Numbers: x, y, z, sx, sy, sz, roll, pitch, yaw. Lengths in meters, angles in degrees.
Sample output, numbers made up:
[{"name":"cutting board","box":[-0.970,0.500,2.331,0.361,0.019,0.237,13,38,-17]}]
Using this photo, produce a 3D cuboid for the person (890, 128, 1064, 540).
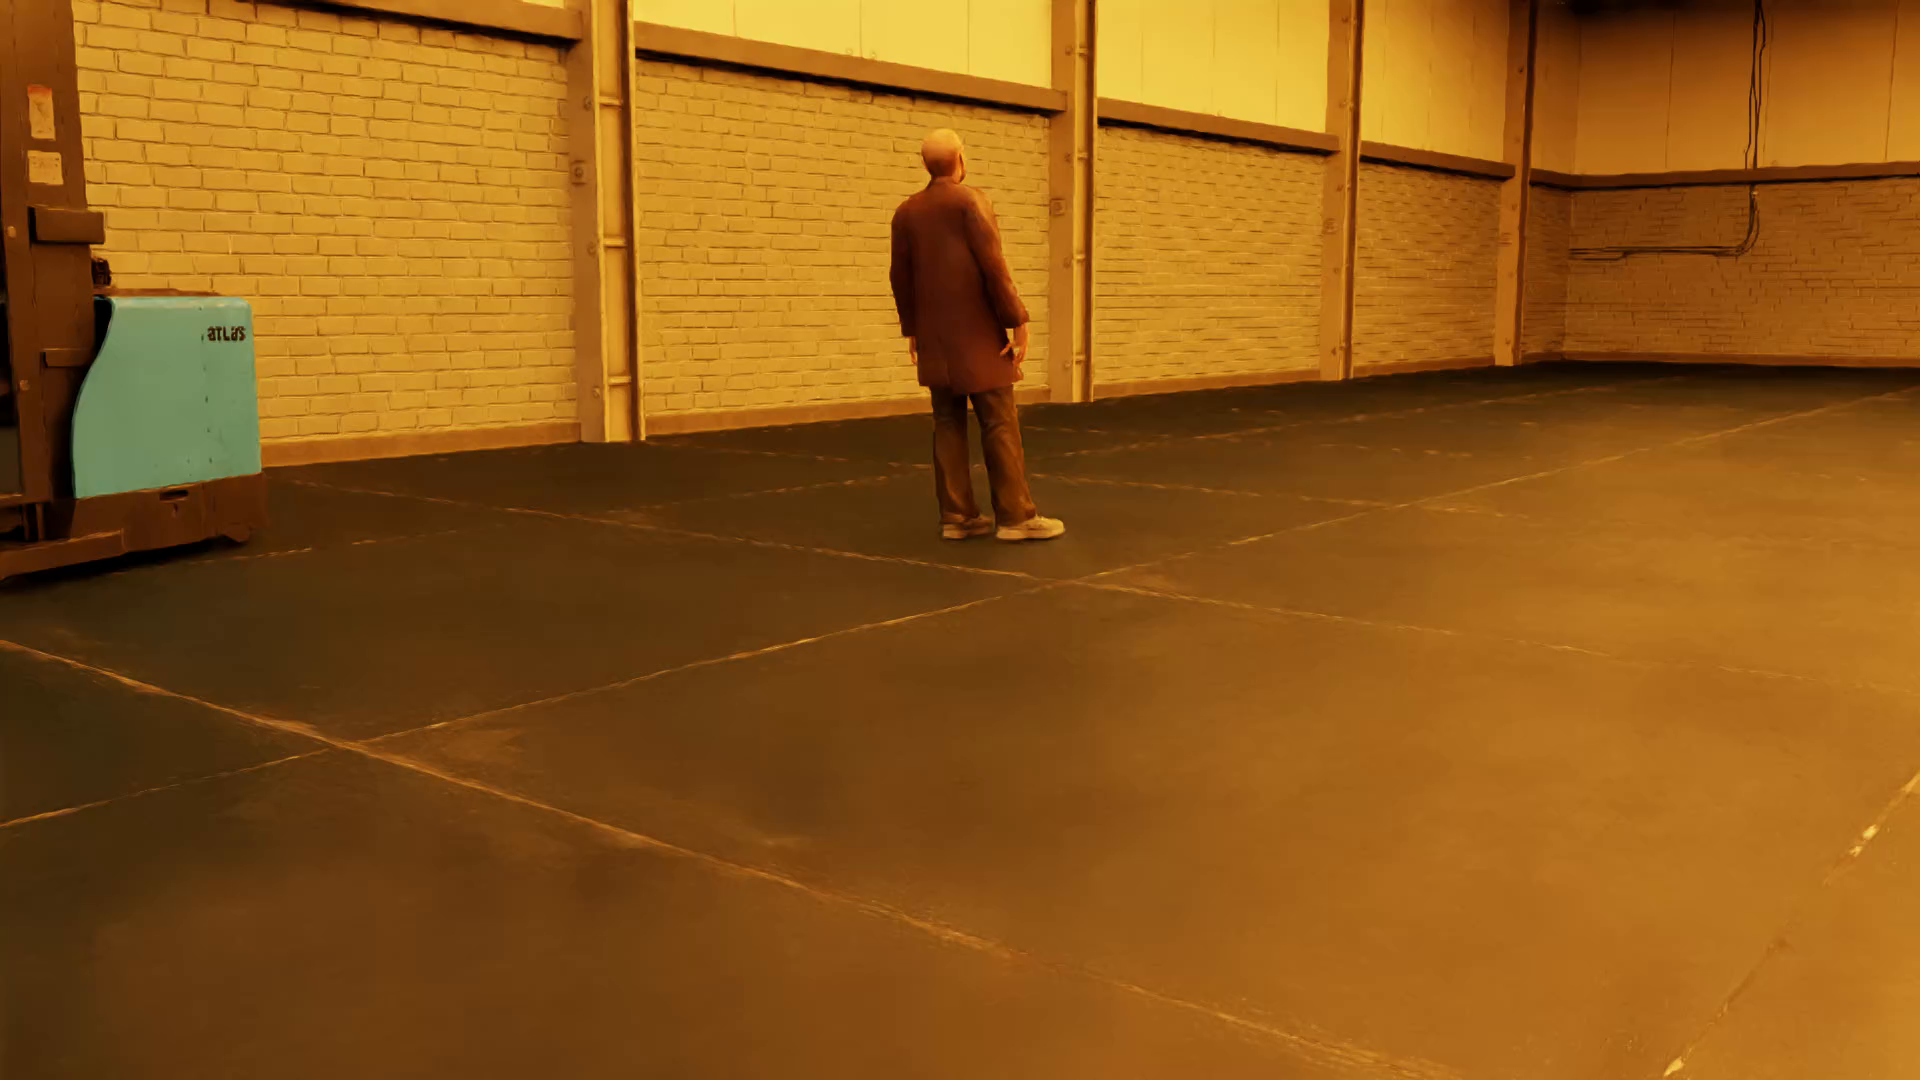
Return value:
[{"name":"person","box":[0.061,-0.896,7.343,0.694,1.776,0.580,7,11,38]}]

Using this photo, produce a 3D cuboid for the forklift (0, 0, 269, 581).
[{"name":"forklift","box":[-3.999,-1.263,5.911,1.130,2.935,3.031,3,9,19]}]
